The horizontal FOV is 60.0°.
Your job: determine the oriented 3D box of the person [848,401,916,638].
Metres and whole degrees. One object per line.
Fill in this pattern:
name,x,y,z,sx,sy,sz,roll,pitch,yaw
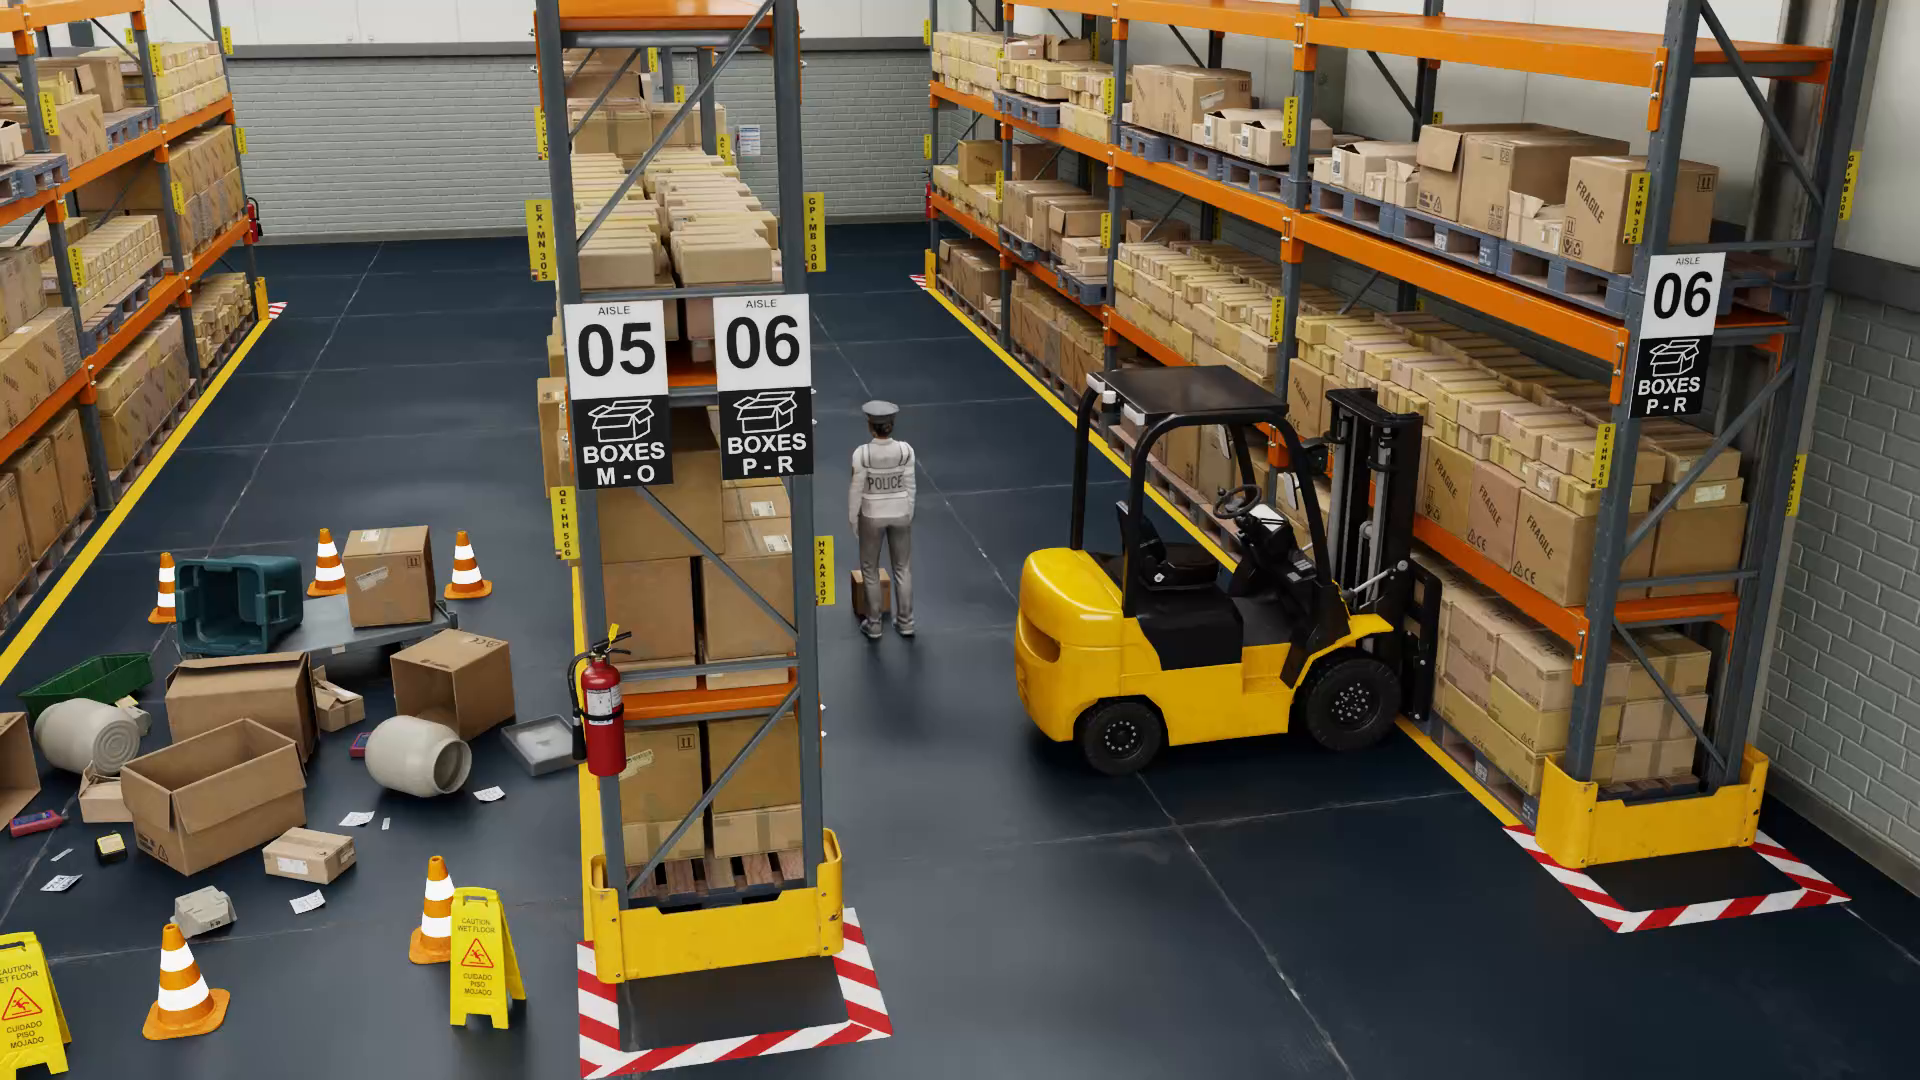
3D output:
person,-0.539,-0.133,11.458,0.469,1.669,0.328,-6,20,-15
